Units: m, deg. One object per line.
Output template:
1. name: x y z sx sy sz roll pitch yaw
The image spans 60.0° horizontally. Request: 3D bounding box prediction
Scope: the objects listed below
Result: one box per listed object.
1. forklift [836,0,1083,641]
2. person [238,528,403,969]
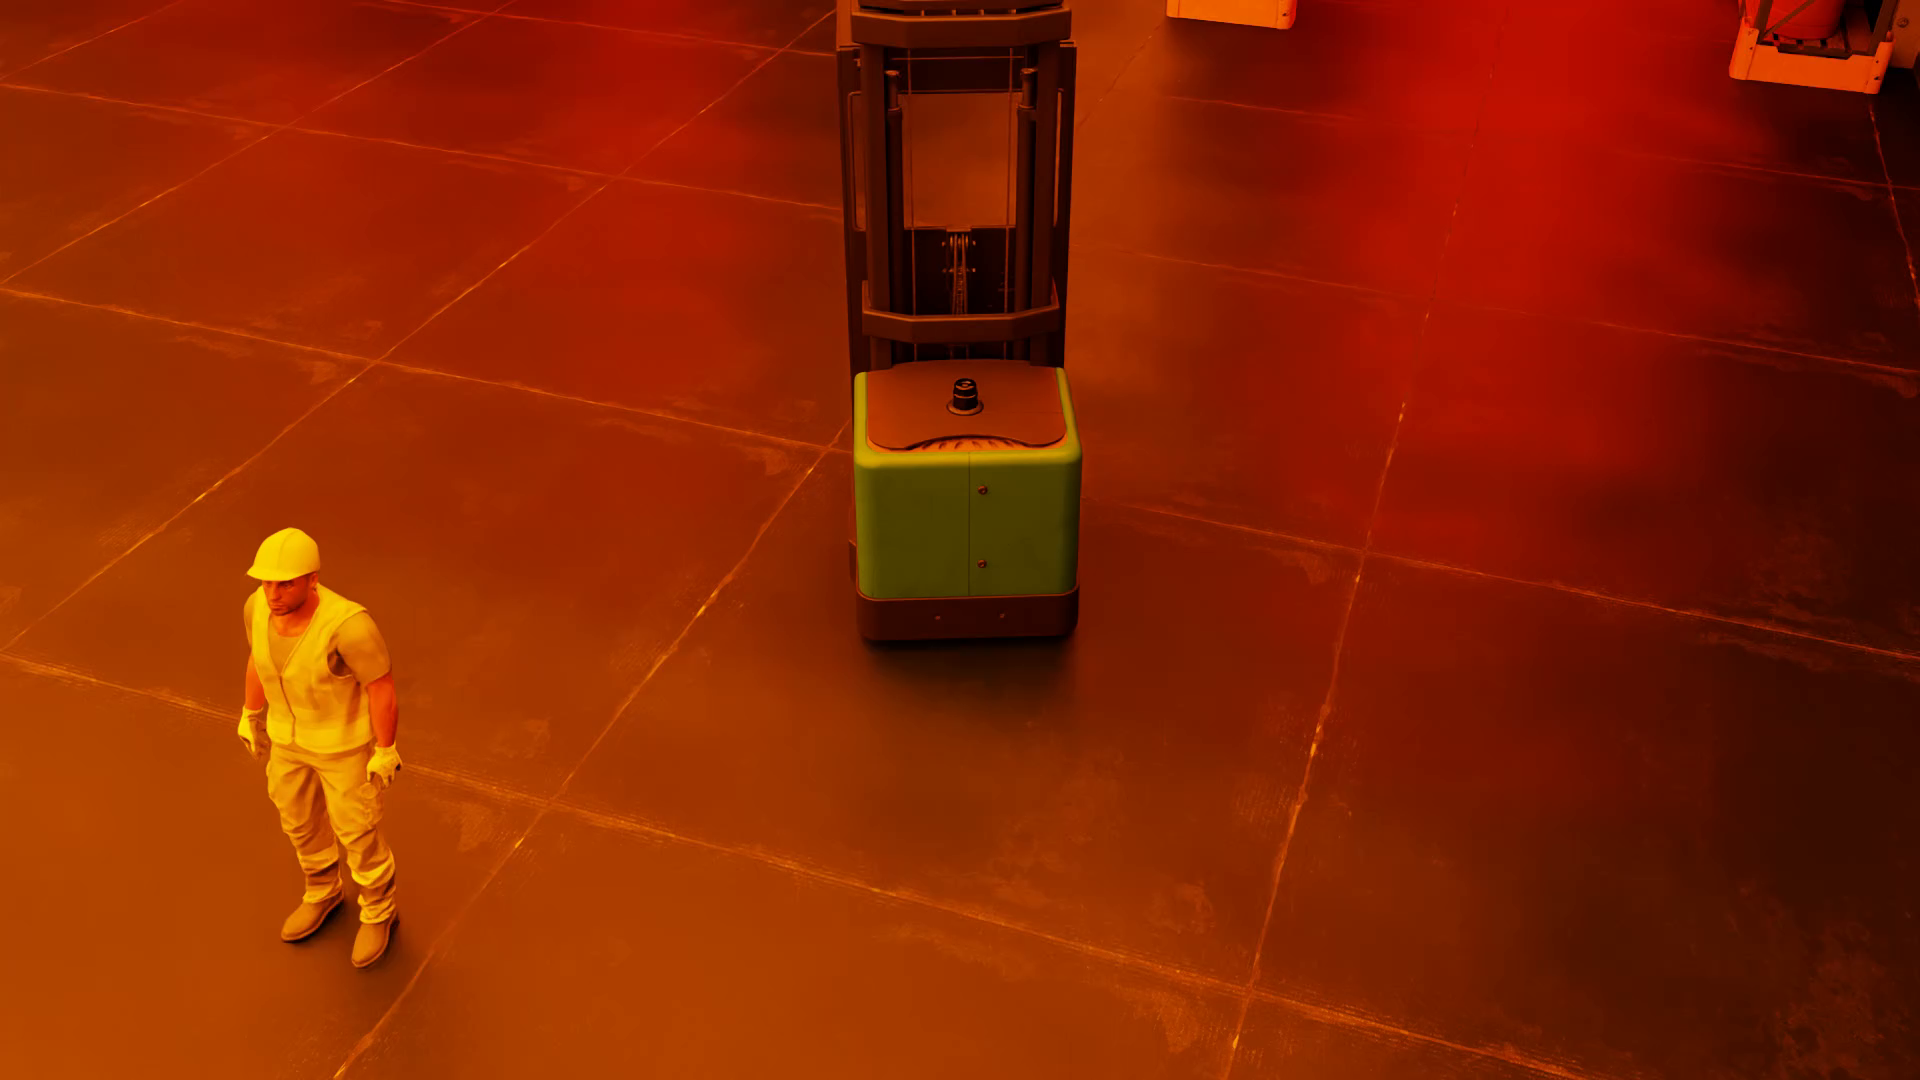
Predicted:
1. forklift: -0.029 -1.547 8.293 1.130 2.935 3.031 -2 35 -2
2. person: -2.348 0.752 6.047 0.633 1.802 0.478 12 37 16
